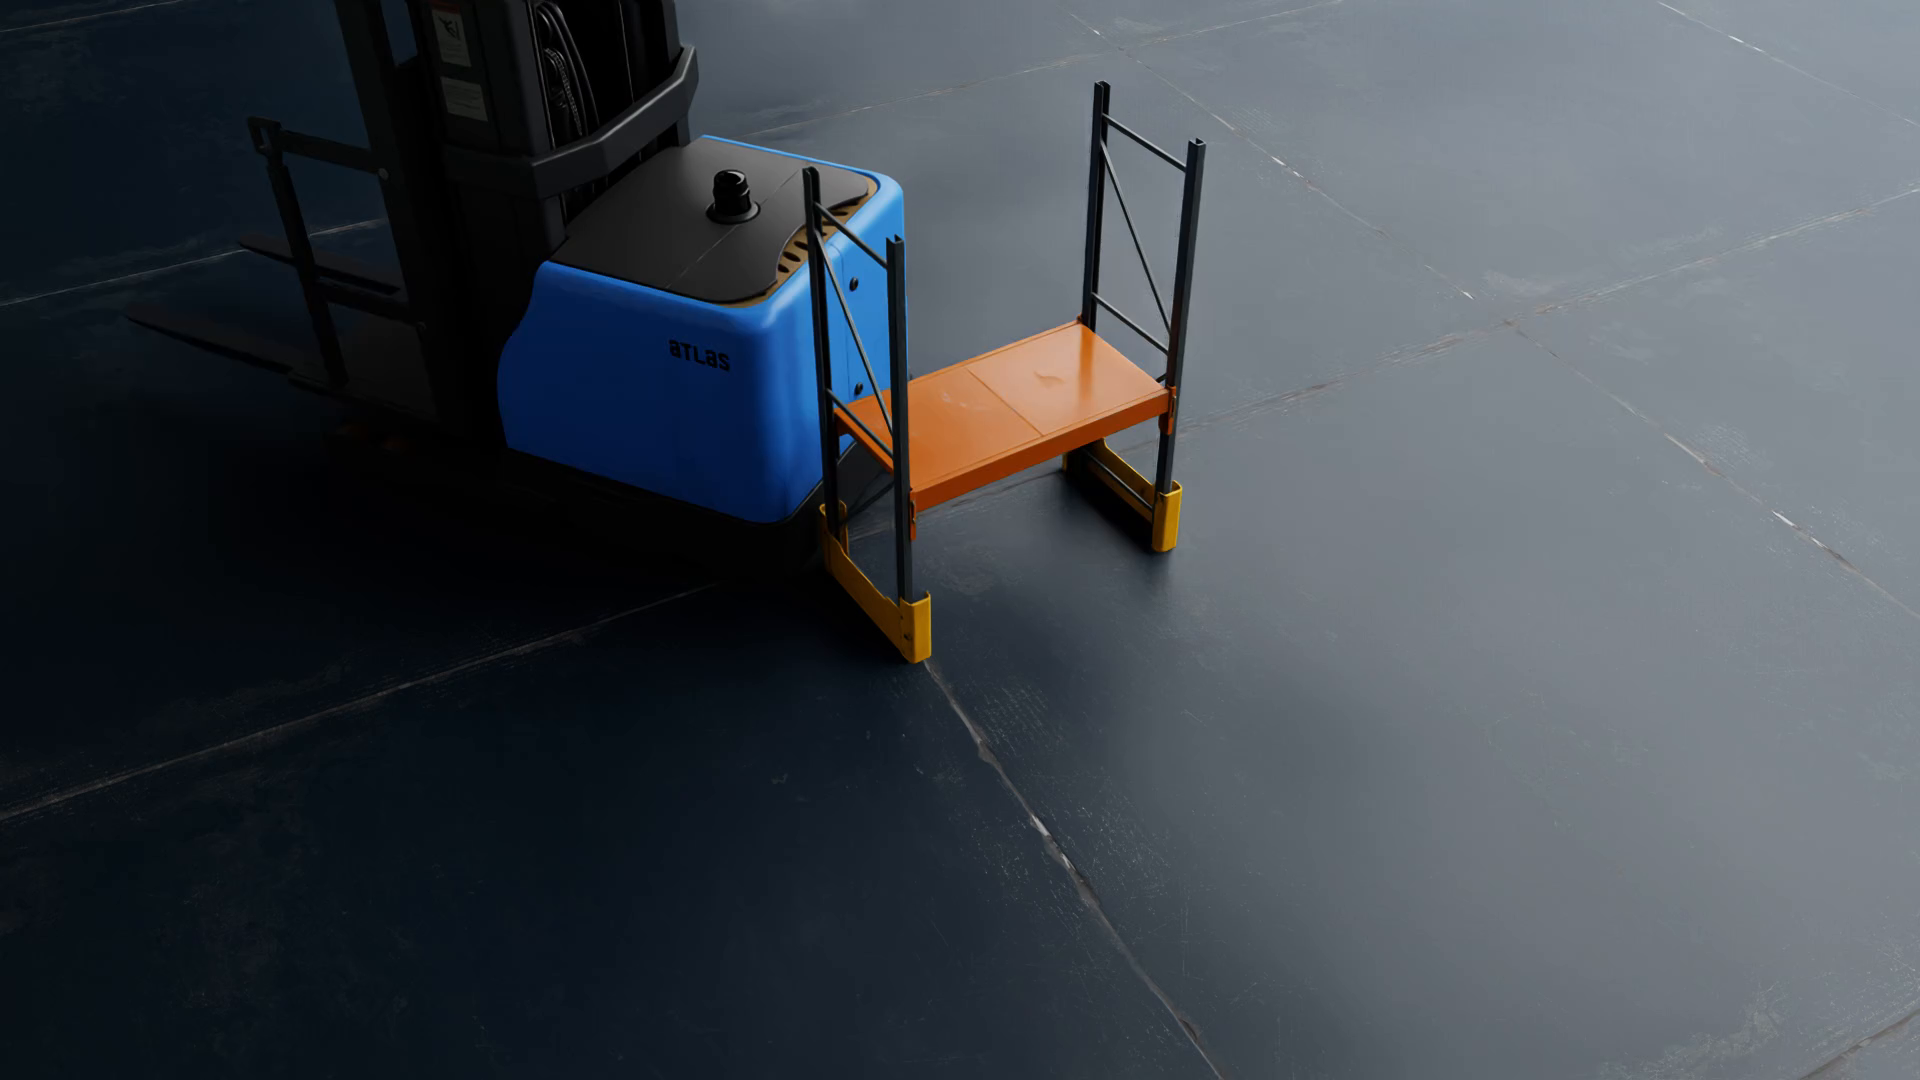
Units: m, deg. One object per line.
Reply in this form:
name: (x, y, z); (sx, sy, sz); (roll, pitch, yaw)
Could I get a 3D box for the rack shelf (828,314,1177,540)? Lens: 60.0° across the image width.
rack shelf: (0.132, -0.382, 5.319); (1.000, 0.185, 0.538); (-23, 45, -25)

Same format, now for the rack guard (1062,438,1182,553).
rack guard: (0.558, -0.220, 5.817); (0.087, 0.250, 0.587); (-23, 45, -25)

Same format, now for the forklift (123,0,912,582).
forklift: (-1.733, -1.617, 5.392); (3.031, 2.935, 1.130); (16, 43, 19)

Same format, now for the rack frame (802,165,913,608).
rack frame: (-0.294, -0.341, 4.992); (0.032, 1.500, 0.500); (-23, 45, -25)

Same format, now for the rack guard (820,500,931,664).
rack guard: (-0.278, 0.130, 5.404); (0.087, 0.250, 0.587); (-23, 45, -25)

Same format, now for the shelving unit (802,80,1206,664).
shelving unit: (0.140, -0.522, 5.206); (1.083, 1.500, 0.587); (-23, 45, -25)

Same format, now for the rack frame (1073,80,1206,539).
rack frame: (0.559, -0.698, 5.413); (0.032, 1.500, 0.500); (-23, 45, -25)
